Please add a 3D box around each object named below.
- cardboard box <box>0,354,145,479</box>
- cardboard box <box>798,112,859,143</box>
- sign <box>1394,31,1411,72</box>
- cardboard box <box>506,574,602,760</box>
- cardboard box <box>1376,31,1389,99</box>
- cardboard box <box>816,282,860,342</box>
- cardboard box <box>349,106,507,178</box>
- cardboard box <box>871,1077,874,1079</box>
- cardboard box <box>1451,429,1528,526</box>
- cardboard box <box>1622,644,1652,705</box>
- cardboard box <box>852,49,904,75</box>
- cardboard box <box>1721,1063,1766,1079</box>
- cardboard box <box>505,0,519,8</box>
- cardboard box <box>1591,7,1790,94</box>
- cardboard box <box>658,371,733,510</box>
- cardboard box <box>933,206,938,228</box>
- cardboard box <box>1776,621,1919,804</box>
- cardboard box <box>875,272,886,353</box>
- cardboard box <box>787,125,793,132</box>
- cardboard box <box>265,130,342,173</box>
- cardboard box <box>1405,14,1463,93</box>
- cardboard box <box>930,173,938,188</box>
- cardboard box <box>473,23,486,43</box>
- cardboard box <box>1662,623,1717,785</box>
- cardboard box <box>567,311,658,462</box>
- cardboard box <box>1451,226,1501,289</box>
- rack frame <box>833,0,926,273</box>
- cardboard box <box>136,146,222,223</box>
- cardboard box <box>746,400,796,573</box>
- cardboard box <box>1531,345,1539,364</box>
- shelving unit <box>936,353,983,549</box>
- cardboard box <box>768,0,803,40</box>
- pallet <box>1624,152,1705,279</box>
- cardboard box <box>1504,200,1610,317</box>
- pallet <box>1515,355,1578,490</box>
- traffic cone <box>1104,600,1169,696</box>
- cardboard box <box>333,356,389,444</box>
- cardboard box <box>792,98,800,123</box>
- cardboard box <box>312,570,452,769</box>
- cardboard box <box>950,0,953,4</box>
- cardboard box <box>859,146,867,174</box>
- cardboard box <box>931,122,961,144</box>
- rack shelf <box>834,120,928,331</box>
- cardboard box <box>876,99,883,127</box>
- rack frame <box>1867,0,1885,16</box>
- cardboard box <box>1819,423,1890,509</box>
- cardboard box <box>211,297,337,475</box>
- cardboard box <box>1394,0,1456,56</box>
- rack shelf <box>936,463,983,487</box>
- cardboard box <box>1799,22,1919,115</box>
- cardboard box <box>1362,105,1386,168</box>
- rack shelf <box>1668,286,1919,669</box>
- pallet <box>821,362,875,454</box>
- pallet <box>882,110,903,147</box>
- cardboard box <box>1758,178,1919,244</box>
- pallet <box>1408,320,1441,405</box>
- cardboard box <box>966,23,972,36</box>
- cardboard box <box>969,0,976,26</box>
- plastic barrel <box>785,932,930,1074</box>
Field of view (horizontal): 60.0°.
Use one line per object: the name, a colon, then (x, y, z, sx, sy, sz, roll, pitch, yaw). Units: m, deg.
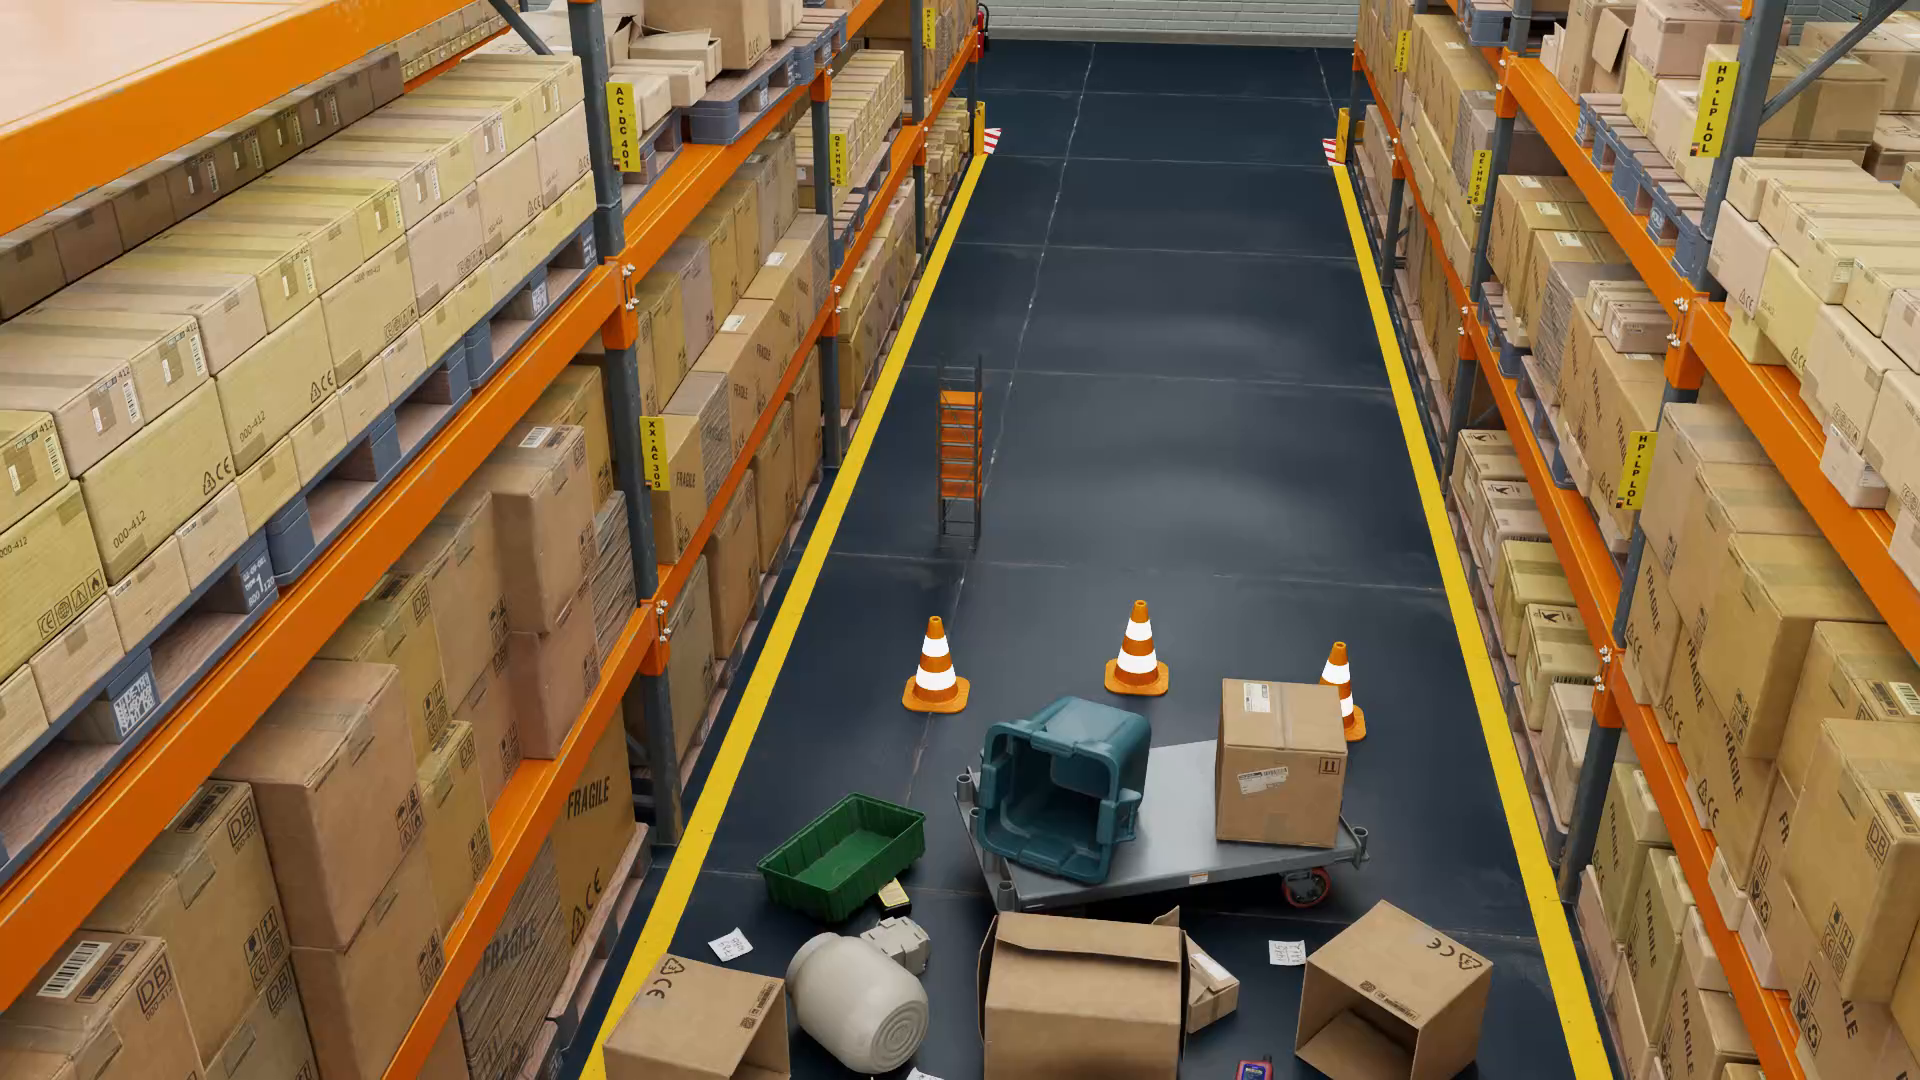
cardboard box: (-1.858, -0.248, 3.261, 0.380, 0.149, 0.250, 3, 28, 5)
cardboard box: (-0.919, -2.883, 11.634, 0.380, 0.149, 0.250, 5, 29, 9)
sign: (3.567, -3.937, 13.399, 0.100, 0.325, 0.005, 3, 28, 6)
cardboard box: (-1.865, 0.405, 6.178, 0.875, 0.550, 0.550, 3, 28, 6)
cardboard box: (4.026, -4.247, 14.864, 0.500, 0.500, 0.500, 3, 28, 5)
cardboard box: (-0.972, -1.572, 11.407, 0.500, 0.250, 0.500, 2, 28, 4)
cardboard box: (-1.609, -1.208, 5.043, 0.380, 0.149, 0.250, 4, 29, 7)
cardboard box: (-0.170, 2.156, 5.968, 0.396, 0.266, 0.258, 8, 29, 15)
cardboard box: (3.549, -0.369, 10.100, 0.950, 0.372, 0.625, 1, 28, 3)
cardboard box: (2.781, 0.517, 6.393, 0.380, 0.149, 0.250, 3, 28, 6)
cardboard box: (-0.662, -3.865, 13.457, 0.380, 0.149, 0.250, 5, 29, 9)
cardboard box: (2.617, 1.979, 5.079, 0.500, 0.500, 0.500, 3, 28, 5)
cardboard box: (-5.023, -5.770, 17.641, 0.500, 0.250, 0.500, 3, 28, 5)
cardboard box: (3.469, -2.253, 7.998, 0.797, 0.503, 0.637, 3, 28, 6)
cardboard box: (-1.395, -0.477, 7.868, 0.500, 0.500, 0.500, 4, 29, 7)
cardboard box: (-0.411, -2.937, 15.102, 0.380, 0.149, 0.250, 4, 29, 8)
cardboard box: (2.722, 0.580, 4.537, 0.700, 0.500, 0.500, 3, 28, 6)
cardboard box: (-0.841, -1.728, 12.487, 0.500, 0.500, 0.500, 3, 28, 5)
cardboard box: (-1.466, -3.030, 12.534, 0.380, 0.149, 0.250, 3, 28, 5)
cardboard box: (-2.185, -1.127, 5.312, 0.500, 0.250, 0.500, 3, 28, 6)
cardboard box: (3.779, -3.783, 12.950, 0.500, 0.500, 0.500, 4, 29, 7)
cardboard box: (-0.416, -3.438, 15.719, 0.380, 0.149, 0.250, 5, 29, 9)
cardboard box: (-5.068, -5.170, 16.949, 0.380, 0.149, 0.250, 3, 28, 5)
cardboard box: (2.769, 0.530, 5.685, 0.500, 0.500, 0.500, 3, 28, 6)
cardboard box: (-1.732, -0.682, 7.194, 0.700, 0.500, 0.500, 3, 28, 5)
cardboard box: (3.432, -1.794, 10.575, 0.500, 0.250, 0.500, 2, 28, 4)
rack frame: (-0.807, -3.729, 14.010, 1.000, 3.000, 0.127, 3, 28, 6)
cardboard box: (-2.324, -1.003, 4.662, 0.380, 0.149, 0.250, 3, 28, 6)
cardboard box: (-1.565, -0.348, 9.662, 1.050, 0.750, 0.750, 4, 29, 7)
cardboard box: (3.250, -1.035, 8.831, 0.380, 0.149, 0.250, 5, 29, 9)
shelving unit: (-0.002, -0.521, 9.953, 0.258, 1.200, 0.189, 3, 28, 6)
cardboard box: (-1.127, -2.847, 8.756, 0.500, 0.311, 0.500, 3, 28, 6)
pallet: (3.319, -1.246, 6.435, 1.213, 0.211, 1.003, 3, 28, 6)
cardboard box: (3.286, -1.522, 9.051, 0.500, 0.500, 0.500, 5, 29, 9)
pallet: (3.426, -0.588, 8.381, 1.003, 0.211, 1.213, 3, 28, 6)
traffic cone: (0.943, 0.534, 8.772, 0.336, 0.463, 0.334, 3, 28, 6)
cardboard box: (-1.732, -0.376, 4.340, 0.380, 0.149, 0.250, 4, 29, 7)
cardboard box: (-1.435, -3.283, 12.689, 0.380, 0.149, 0.250, 4, 29, 8)
cardboard box: (-2.078, 0.428, 4.996, 0.875, 0.550, 0.500, 3, 28, 6)
cardboard box: (-0.305, -5.265, 15.386, 0.500, 0.500, 0.500, 2, 28, 4)
cardboard box: (-0.881, -2.744, 12.003, 0.380, 0.149, 0.250, 4, 29, 7)
cardboard box: (-0.196, -4.048, 16.537, 0.380, 0.149, 0.250, 4, 29, 8)
rack shelf: (-1.052, -2.471, 12.433, 1.077, 0.370, 4.000, 3, 28, 6)
cardboard box: (-0.786, -3.244, 12.617, 0.380, 0.149, 0.250, 2, 28, 4)
rack frame: (9.535, -5.086, 16.527, 1.000, 3.000, 0.127, 3, 28, 6)
cardboard box: (2.611, -0.199, 4.560, 0.380, 0.149, 0.250, 3, 28, 5)
cardboard box: (-1.841, -0.384, 3.934, 0.500, 0.250, 0.500, 3, 28, 6)
cardboard box: (3.902, -4.212, 13.746, 0.500, 0.500, 0.500, 3, 28, 6)
rack shelf: (-0.002, -0.377, 10.031, 0.258, 0.103, 0.180, 3, 28, 6)
cardboard box: (3.658, -1.870, 6.584, 0.500, 0.250, 0.500, 3, 28, 5)
cardboard box: (4.627, -4.113, 16.980, 0.875, 0.438, 0.875, 2, 28, 4)
rack shelf: (2.893, 0.214, 4.286, 1.077, 0.370, 4.000, 3, 28, 6)
pallet: (-1.200, -0.987, 11.859, 1.003, 0.211, 1.213, 3, 28, 6)
pallet: (-1.045, -3.294, 13.403, 1.003, 0.211, 1.213, 3, 28, 6)
cardboard box: (2.772, -1.031, 5.263, 0.380, 0.149, 0.250, 4, 29, 8)
pallet: (3.951, -1.318, 12.474, 1.003, 0.211, 1.213, 3, 28, 6)
cardboard box: (-0.076, -5.332, 17.249, 0.380, 0.149, 0.250, 3, 28, 6)
cardboard box: (-0.117, -5.561, 16.990, 0.500, 0.500, 0.500, 4, 29, 7)
plastic barrel: (-0.404, 1.794, 6.474, 0.421, 0.421, 0.512, -24, 36, -37)
